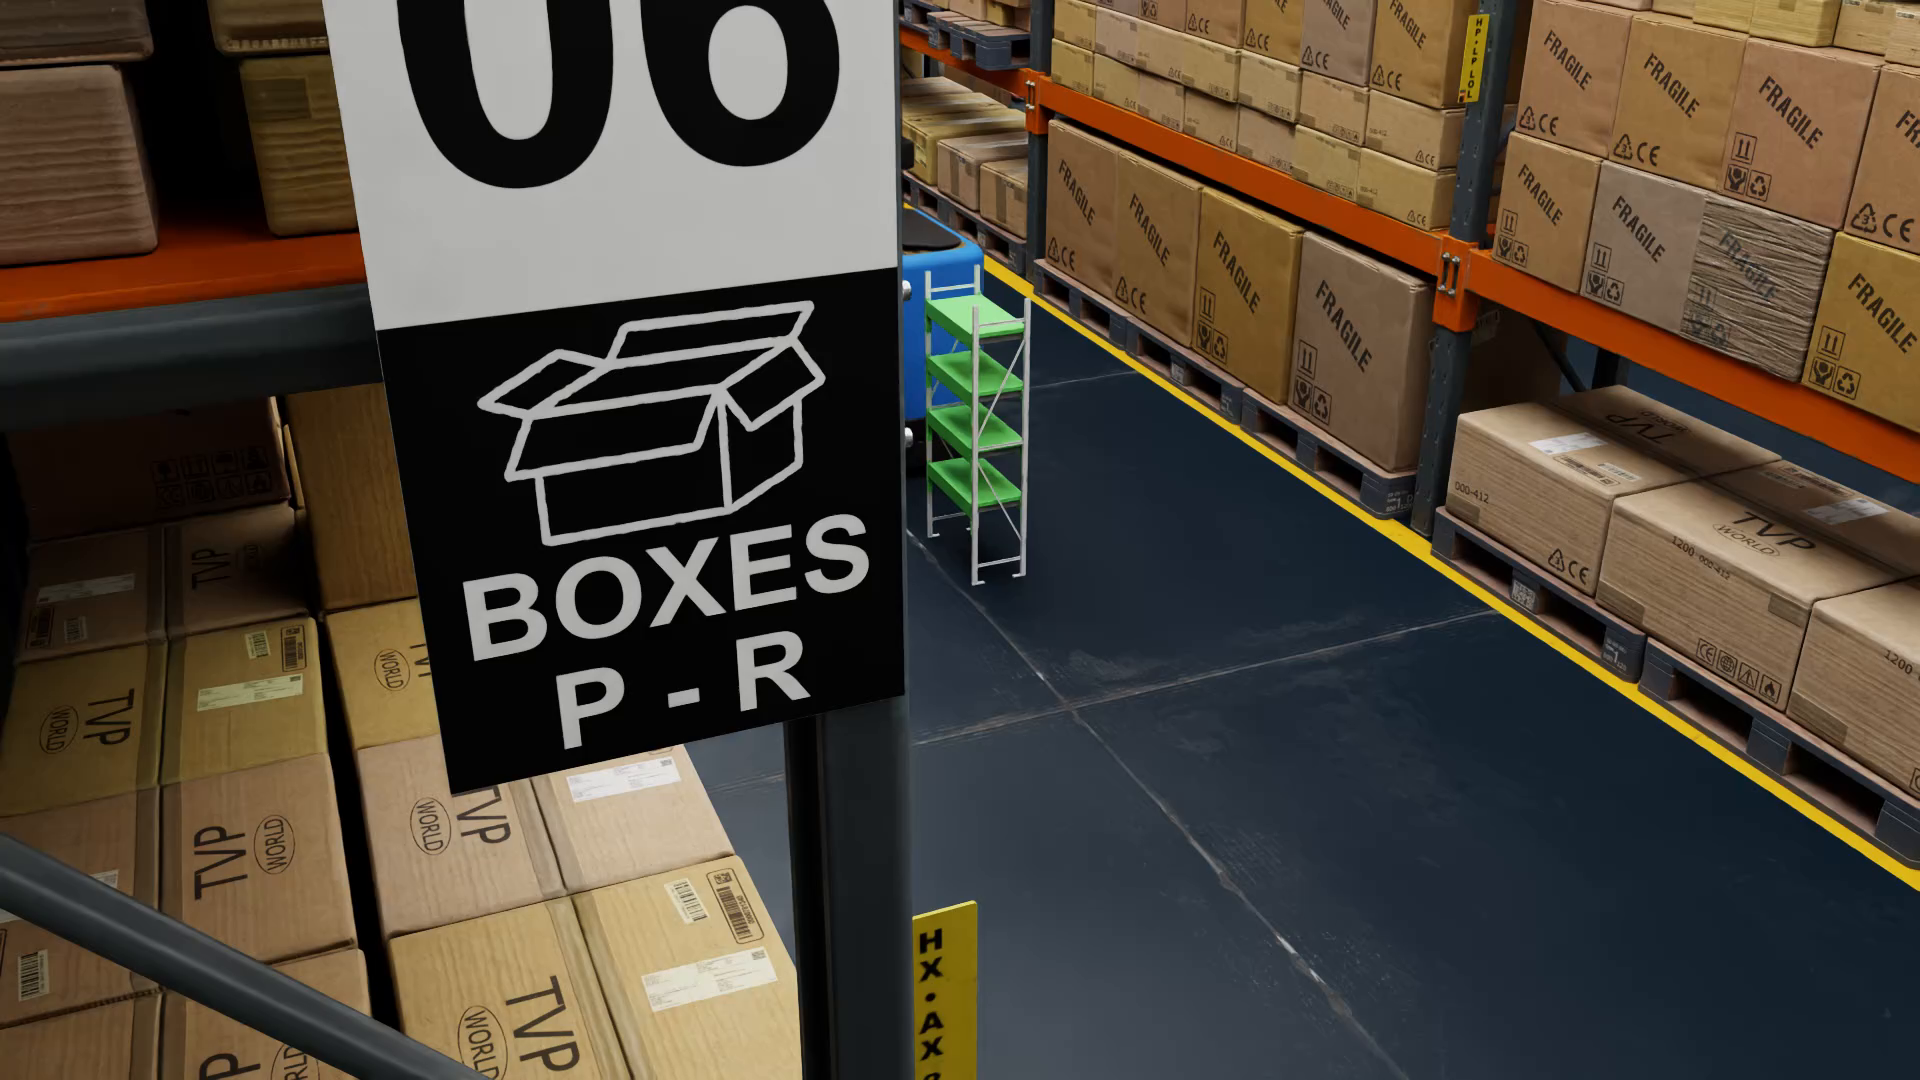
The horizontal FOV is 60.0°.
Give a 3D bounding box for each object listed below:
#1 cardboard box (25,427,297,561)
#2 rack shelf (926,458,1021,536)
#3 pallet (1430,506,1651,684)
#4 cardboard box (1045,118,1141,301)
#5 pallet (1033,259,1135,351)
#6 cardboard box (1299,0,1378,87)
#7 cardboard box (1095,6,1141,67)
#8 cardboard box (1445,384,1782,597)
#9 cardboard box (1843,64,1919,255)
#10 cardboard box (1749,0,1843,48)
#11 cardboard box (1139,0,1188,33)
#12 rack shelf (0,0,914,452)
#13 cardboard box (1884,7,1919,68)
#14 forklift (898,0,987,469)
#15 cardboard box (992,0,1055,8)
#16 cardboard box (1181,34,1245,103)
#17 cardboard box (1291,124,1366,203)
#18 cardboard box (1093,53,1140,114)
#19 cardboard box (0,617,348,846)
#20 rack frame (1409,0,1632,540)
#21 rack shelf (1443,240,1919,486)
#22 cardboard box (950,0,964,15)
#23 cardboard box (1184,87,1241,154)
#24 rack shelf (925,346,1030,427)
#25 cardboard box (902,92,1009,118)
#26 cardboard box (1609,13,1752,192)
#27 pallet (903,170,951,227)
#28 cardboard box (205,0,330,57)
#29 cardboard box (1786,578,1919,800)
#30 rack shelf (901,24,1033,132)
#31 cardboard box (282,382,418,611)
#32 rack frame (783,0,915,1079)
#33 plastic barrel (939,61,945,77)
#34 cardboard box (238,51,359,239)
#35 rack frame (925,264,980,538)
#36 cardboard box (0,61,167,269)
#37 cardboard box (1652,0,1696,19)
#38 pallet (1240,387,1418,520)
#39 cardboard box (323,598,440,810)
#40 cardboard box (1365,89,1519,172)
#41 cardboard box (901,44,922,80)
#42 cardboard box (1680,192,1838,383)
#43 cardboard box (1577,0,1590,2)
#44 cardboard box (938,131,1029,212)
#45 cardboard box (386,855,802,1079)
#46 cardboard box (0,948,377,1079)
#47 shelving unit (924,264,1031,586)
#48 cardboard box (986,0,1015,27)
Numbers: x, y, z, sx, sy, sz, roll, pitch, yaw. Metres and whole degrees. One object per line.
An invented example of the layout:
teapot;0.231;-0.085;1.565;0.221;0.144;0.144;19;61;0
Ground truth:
cardboard box;-1.746;-0.016;3.696;0.500;0.250;0.500;-10;28;-19
rack shelf;0.065;-0.199;6.983;0.258;0.148;0.480;-11;28;-21
pallet;2.697;0.113;6.778;1.003;0.211;1.213;-11;28;-21
cardboard box;1.099;-2.016;9.903;0.875;0.875;0.875;-11;28;-21
pallet;1.144;-1.491;10.063;1.003;0.211;1.213;-11;28;-21
cardboard box;1.856;-2.299;7.287;0.500;0.500;0.500;-10;28;-20
cardboard box;1.077;-2.777;9.119;0.500;0.250;0.500;-10;28;-19
cardboard box;2.618;-0.226;6.735;0.875;0.438;0.875;-11;28;-21
cardboard box;3.012;-1.103;4.837;0.500;0.500;0.500;-11;28;-21
cardboard box;2.728;-1.654;5.227;0.380;0.149;0.250;-11;28;-22
cardboard box;1.264;-2.918;8.555;0.500;0.500;0.500;-10;28;-19
rack shelf;-1.311;-0.823;2.918;1.077;0.370;4.000;-11;28;-21
cardboard box;2.935;-1.456;4.820;0.380;0.149;0.250;-10;28;-20
forklift;-0.942;-2.174;8.362;1.130;2.935;3.031;-11;28;-22
cardboard box;0.471;-3.578;10.228;0.500;0.500;0.500;-11;28;-22
cardboard box;1.448;-2.366;8.279;0.500;0.250;0.500;-10;28;-20
cardboard box;1.865;-1.737;7.559;0.500;0.250;0.500;-11;28;-21
cardboard box;1.082;-2.563;9.251;0.500;0.250;0.500;-11;28;-22
cardboard box;-1.343;0.393;2.858;0.500;0.250;0.500;-10;28;-19
rack frame;2.471;-1.460;6.822;1.000;3.000;0.127;-11;28;-21
rack shelf;3.254;-0.330;5.326;1.077;0.370;4.000;-11;28;-21
cardboard box;0.157;-3.536;10.881;0.380;0.149;0.250;-12;28;-23
cardboard box;1.479;-2.151;8.408;0.500;0.250;0.500;-11;28;-21
rack shelf;0.065;-0.631;6.773;0.258;0.148;0.480;-11;28;-21
cardboard box;-0.169;-3.197;12.895;0.950;0.372;0.625;-9;27;-17
cardboard box;2.627;-1.516;5.682;0.500;0.500;0.500;-11;28;-21
pallet;0.126;-2.630;12.395;1.003;0.211;1.213;-11;28;-21
cardboard box;-0.450;-0.632;1.538;0.500;0.250;0.500;-11;28;-21
cardboard box;3.321;0.500;5.249;0.875;0.438;0.875;-10;28;-19
rack shelf;0.121;-3.559;11.941;1.077;0.370;4.000;-11;28;-21
cardboard box;-1.046;-0.229;3.278;0.500;0.500;0.500;-10;28;-19
rack frame;-0.528;1.009;1.765;1.000;3.000;0.127;-11;28;-21
plastic barrel;-0.026;-4.573;16.135;0.512;0.421;0.421;8;27;15
cardboard box;-0.439;-0.395;1.507;0.380;0.149;0.250;-10;28;-20
rack frame;-0.031;-0.571;7.052;0.240;1.200;0.015;-11;28;-21
cardboard box;-0.866;-0.316;1.345;0.380;0.149;0.250;-10;28;-19
cardboard box;2.610;-1.877;5.683;0.380;0.149;0.250;-11;28;-21
pallet;2.100;-0.506;8.046;1.003;0.211;1.213;-11;28;-21
cardboard box;-0.857;0.305;3.037;0.500;0.250;0.500;-11;28;-22
cardboard box;2.075;-1.754;7.024;0.500;0.250;0.500;-11;28;-21
cardboard box;-0.644;-4.265;14.366;0.500;0.500;0.500;-9;27;-18
cardboard box;2.796;-0.865;5.489;0.500;0.500;0.500;-10;28;-20
cardboard box;2.356;-2.074;6.086;0.380;0.149;0.250;-11;28;-21
cardboard box;0.396;-2.609;11.692;0.950;0.372;0.625;-11;28;-22
cardboard box;-0.458;0.713;2.203;0.500;0.250;0.500;-10;28;-20
cardboard box;-0.952;0.802;2.020;0.500;0.250;0.500;-10;28;-19
shelving unit;0.065;-0.472;6.850;0.258;1.200;0.503;-11;28;-21
cardboard box;0.388;-3.339;10.477;0.380;0.149;0.250;-10;28;-20
